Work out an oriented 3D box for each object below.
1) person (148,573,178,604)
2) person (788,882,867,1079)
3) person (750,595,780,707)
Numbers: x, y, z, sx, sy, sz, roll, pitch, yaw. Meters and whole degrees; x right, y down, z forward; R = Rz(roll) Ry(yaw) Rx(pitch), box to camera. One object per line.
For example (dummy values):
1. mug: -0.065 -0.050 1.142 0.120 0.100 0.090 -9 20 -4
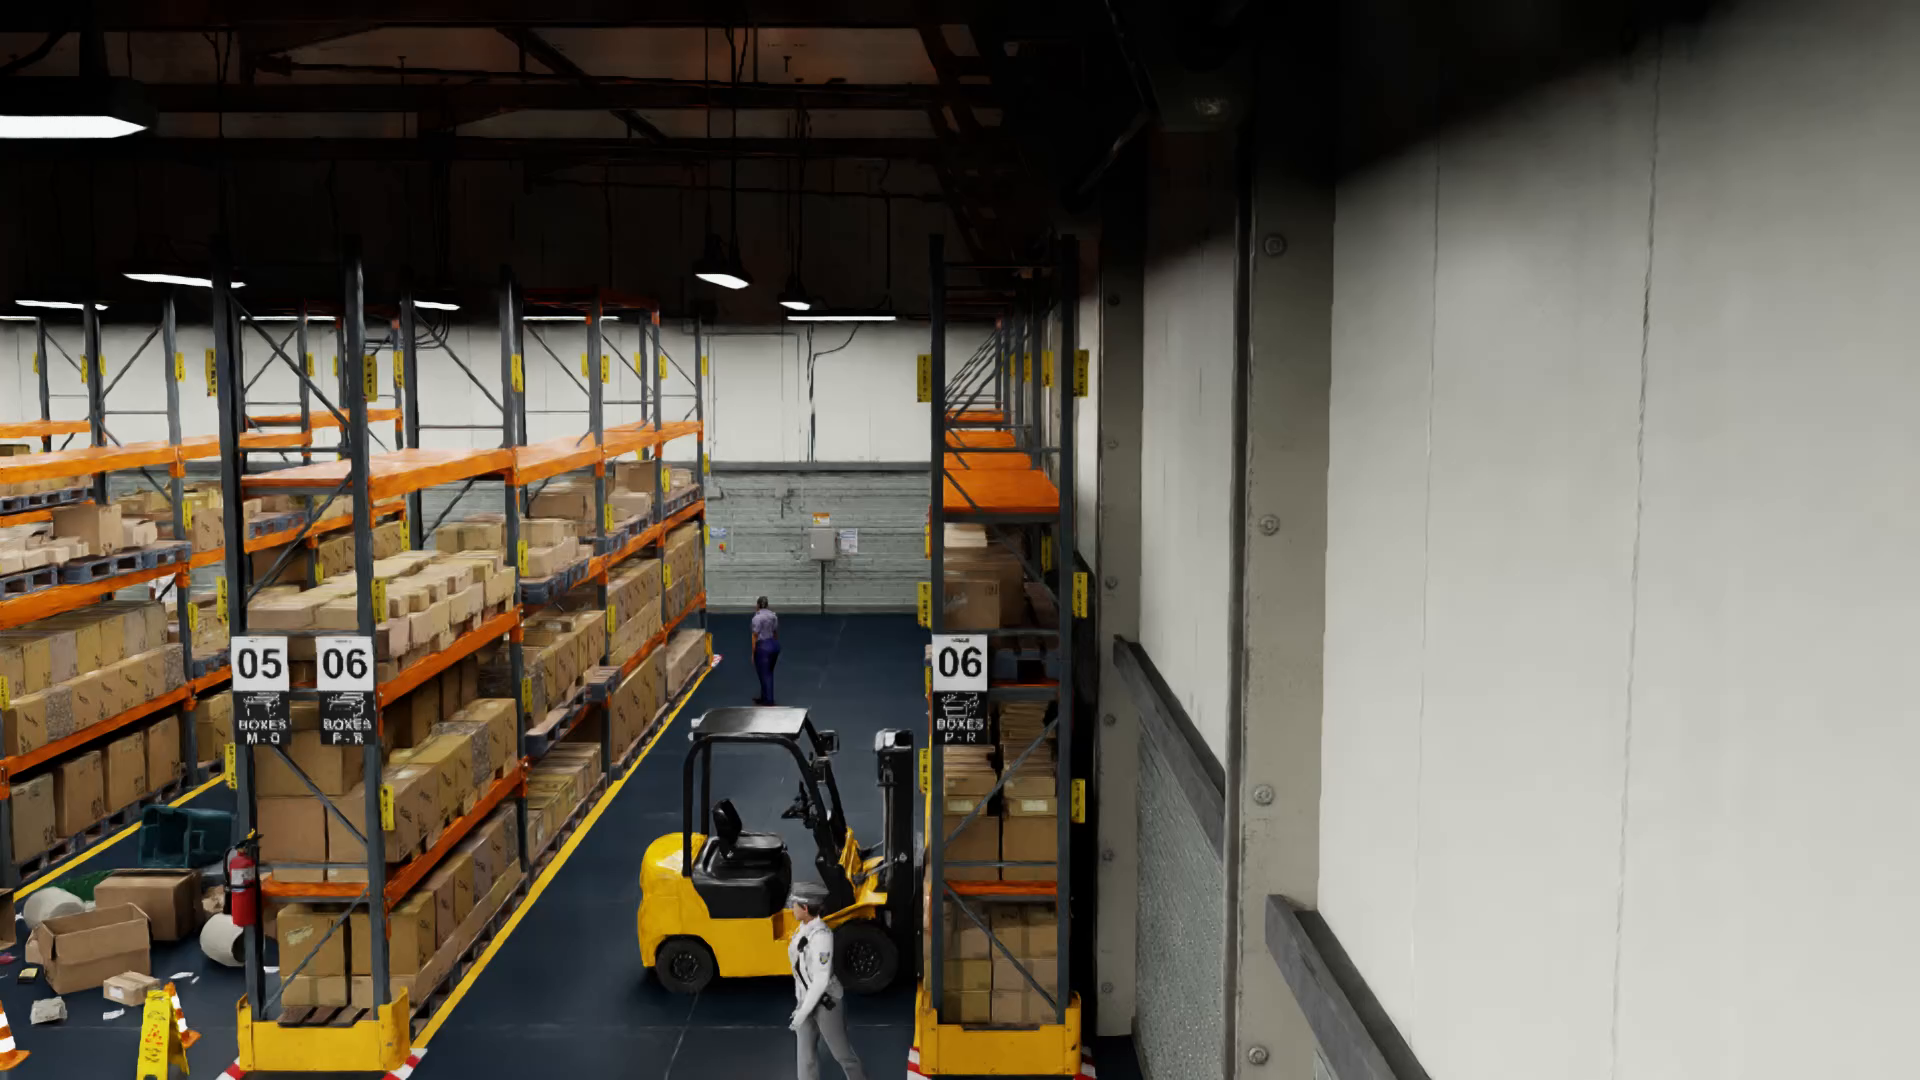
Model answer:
1. person: -13.769 1.082 28.969 0.532 1.756 0.731 5 8 35
2. person: -0.920 3.113 11.190 0.681 1.658 0.496 -3 7 -29
3. person: -2.914 1.631 24.542 0.547 1.644 0.591 3 7 28
